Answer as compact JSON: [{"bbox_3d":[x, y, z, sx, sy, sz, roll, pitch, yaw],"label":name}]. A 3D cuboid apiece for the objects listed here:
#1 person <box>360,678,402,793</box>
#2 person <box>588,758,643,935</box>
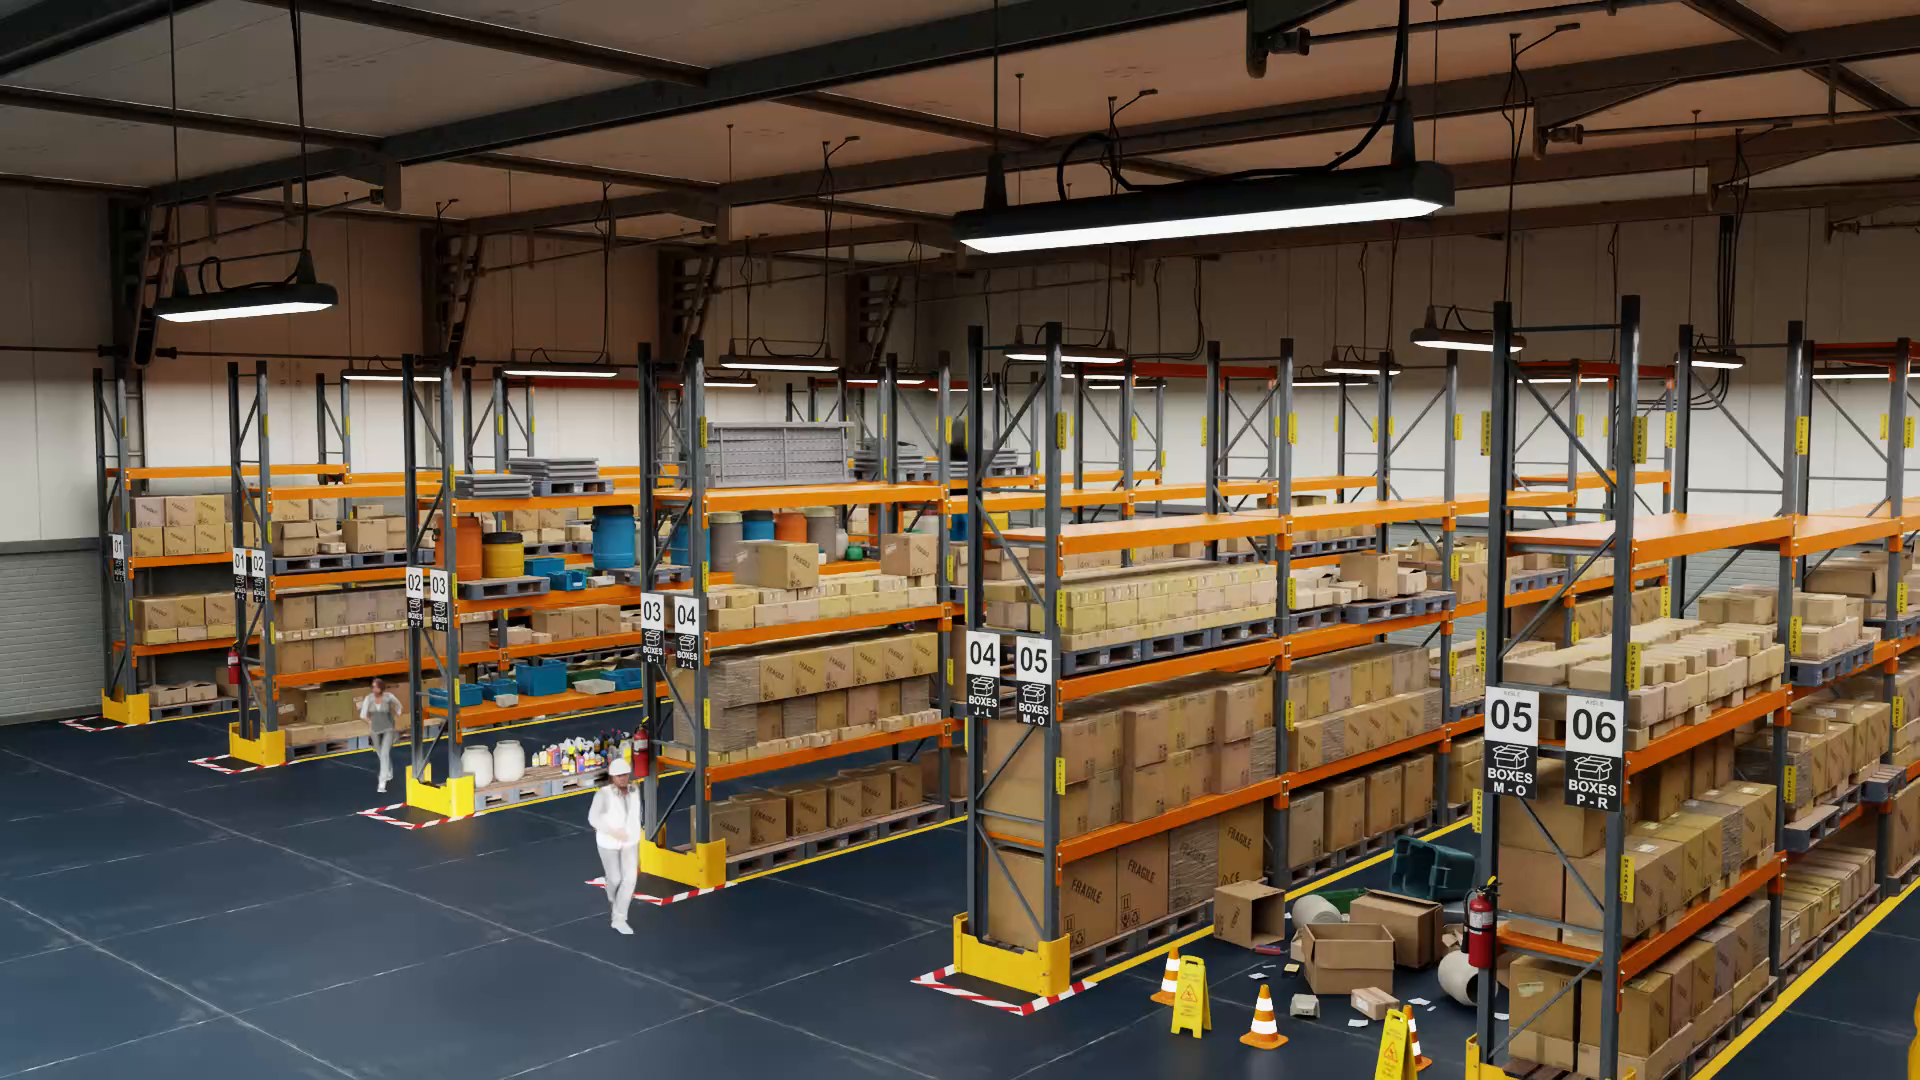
[{"bbox_3d":[-8.054,2.677,23.218,0.530,1.572,0.878,0,4,-3],"label":"person"},{"bbox_3d":[-3.499,3.051,16.863,0.621,1.754,0.822,-2,5,-26],"label":"person"}]
